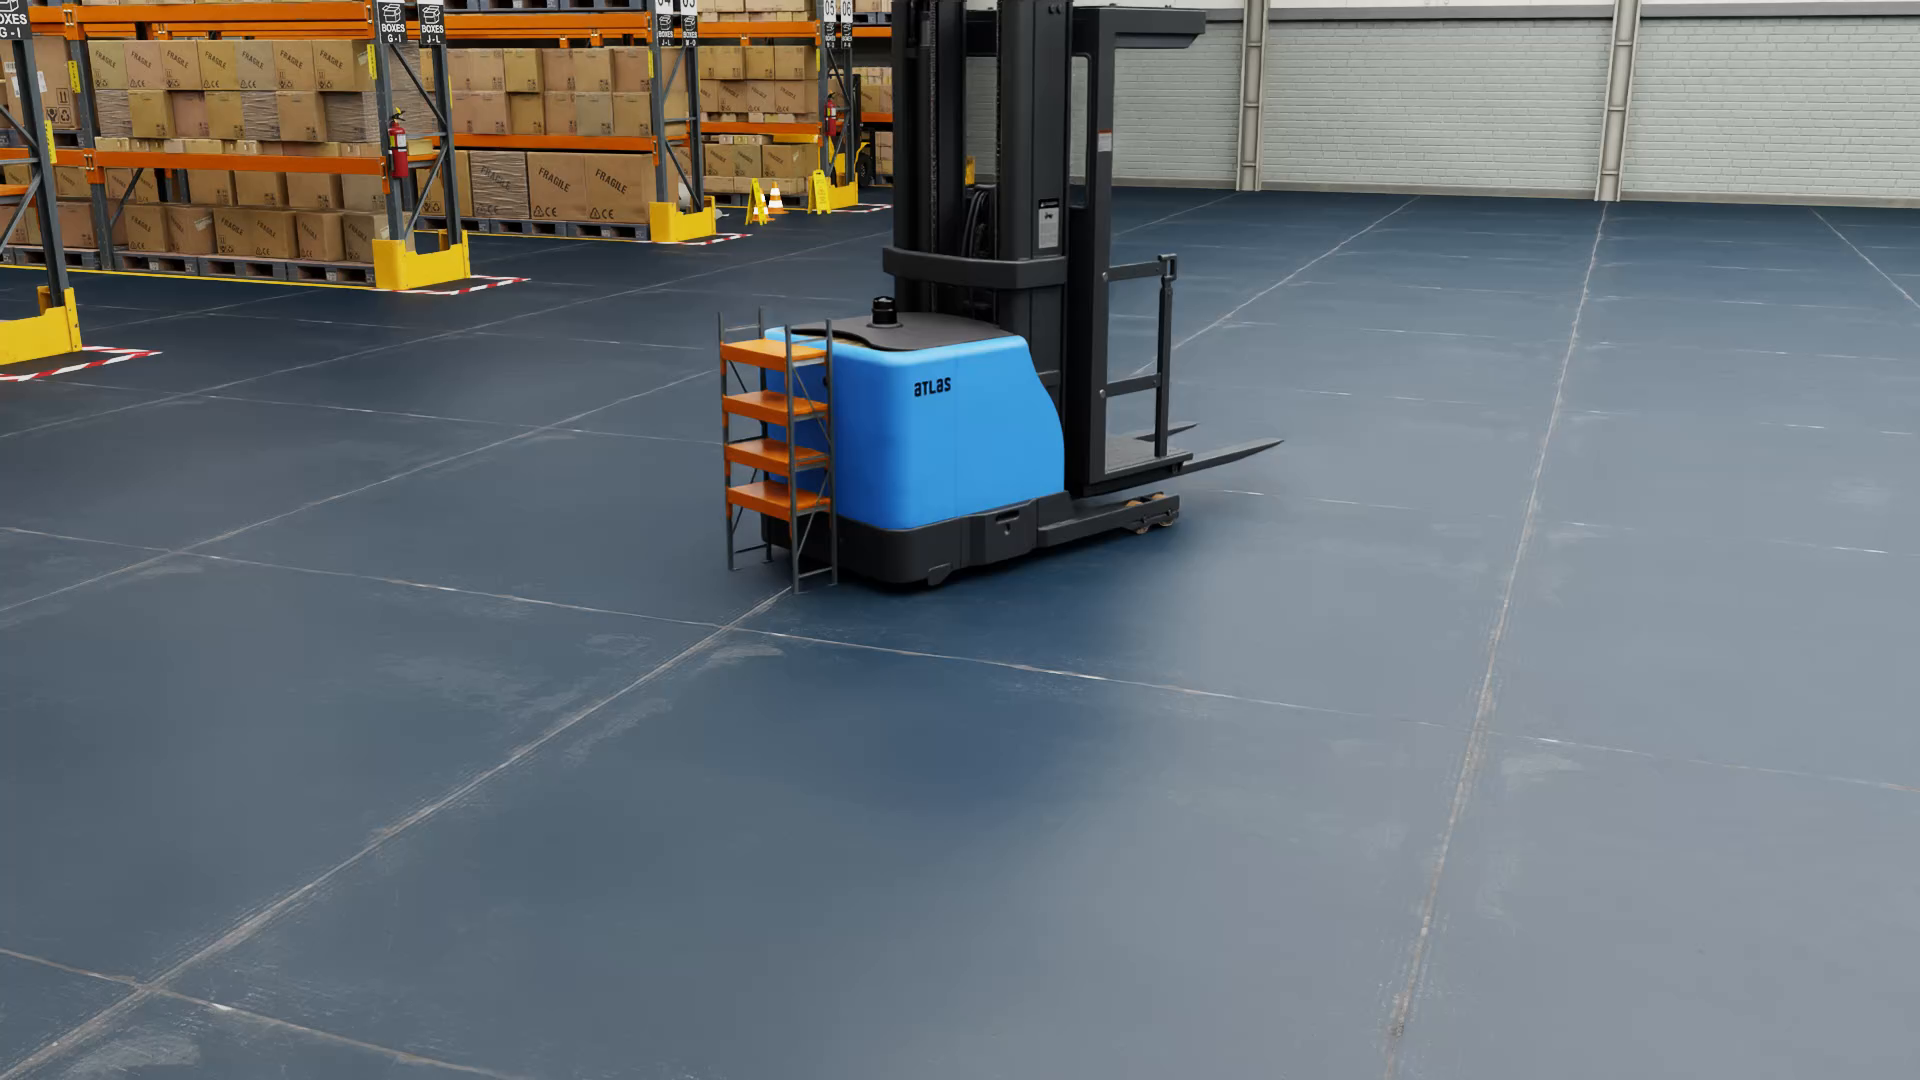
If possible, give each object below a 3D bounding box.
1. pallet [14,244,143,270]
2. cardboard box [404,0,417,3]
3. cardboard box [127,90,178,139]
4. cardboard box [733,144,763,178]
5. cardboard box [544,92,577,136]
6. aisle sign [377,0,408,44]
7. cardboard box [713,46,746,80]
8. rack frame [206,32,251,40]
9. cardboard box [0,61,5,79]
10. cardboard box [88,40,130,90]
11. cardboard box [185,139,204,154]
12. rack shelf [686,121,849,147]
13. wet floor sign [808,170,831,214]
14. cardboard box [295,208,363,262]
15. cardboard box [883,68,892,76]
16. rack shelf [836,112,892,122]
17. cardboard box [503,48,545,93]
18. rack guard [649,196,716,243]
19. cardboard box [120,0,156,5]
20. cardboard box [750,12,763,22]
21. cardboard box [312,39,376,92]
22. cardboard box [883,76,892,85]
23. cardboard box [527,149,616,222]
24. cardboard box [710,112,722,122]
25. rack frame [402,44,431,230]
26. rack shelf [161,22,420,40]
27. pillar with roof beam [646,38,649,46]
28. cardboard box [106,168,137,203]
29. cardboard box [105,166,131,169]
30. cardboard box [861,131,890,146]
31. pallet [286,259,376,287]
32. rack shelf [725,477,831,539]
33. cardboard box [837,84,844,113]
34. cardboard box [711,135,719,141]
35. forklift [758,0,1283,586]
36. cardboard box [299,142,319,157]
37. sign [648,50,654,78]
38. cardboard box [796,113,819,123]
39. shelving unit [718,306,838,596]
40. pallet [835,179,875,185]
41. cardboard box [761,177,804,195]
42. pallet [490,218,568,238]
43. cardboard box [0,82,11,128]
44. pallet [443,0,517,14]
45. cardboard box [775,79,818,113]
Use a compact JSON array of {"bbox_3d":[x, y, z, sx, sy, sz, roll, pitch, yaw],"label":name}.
[{"bbox_3d":[-10.009,-3.291,19.129,1.213,0.211,1.003,6,17,21],"label":"pallet"},{"bbox_3d":[-5.917,-5.626,17.062,0.500,0.250,0.500,7,18,22],"label":"cardboard box"},{"bbox_3d":[-8.436,-4.619,17.991,0.500,0.500,0.875,6,17,21],"label":"cardboard box"},{"bbox_3d":[-3.255,-6.020,26.362,0.500,0.500,0.500,7,18,23],"label":"cardboard box"},{"bbox_3d":[-5.006,-5.656,22.007,0.550,0.550,0.875,6,17,21],"label":"cardboard box"},{"bbox_3d":[-5.616,-5.306,16.406,0.004,0.787,0.394,6,17,21],"label":"aisle sign"},{"bbox_3d":[-3.463,-7.457,25.974,0.500,0.500,0.700,6,17,20],"label":"cardboard box"},{"bbox_3d":[-13.090,-7.939,30.140,0.127,3.000,1.000,6,17,21],"label":"rack frame"},{"bbox_3d":[-15.143,-7.425,25.864,0.500,0.500,0.500,7,17,22],"label":"cardboard box"},{"bbox_3d":[-8.959,-5.109,17.887,0.500,0.500,0.500,6,17,21],"label":"cardboard box"},{"bbox_3d":[-8.023,-4.208,17.740,0.250,0.149,0.380,6,17,21],"label":"cardboard box"},{"bbox_3d":[-3.788,-6.571,26.717,4.000,0.370,1.077,6,17,21],"label":"rack shelf"},{"bbox_3d":[-2.143,-5.284,25.217,0.232,0.644,0.267,14,21,40],"label":"wet floor sign"},{"bbox_3d":[-6.707,-3.263,17.763,0.500,0.500,0.500,12,20,35],"label":"cardboard box"},{"bbox_3d":[-1.219,-8.565,30.421,0.250,0.149,0.380,6,17,21],"label":"cardboard box"},{"bbox_3d":[-1.970,-7.858,31.152,4.000,0.370,1.077,6,17,21],"label":"rack shelf"},{"bbox_3d":[-5.538,-6.201,21.948,0.500,0.550,0.875,6,17,21],"label":"cardboard box"},{"bbox_3d":[-3.627,-4.214,21.794,0.348,0.500,1.175,6,17,21],"label":"rack guard"},{"bbox_3d":[-8.466,-5.754,17.501,0.500,0.250,0.500,6,17,20],"label":"cardboard box"},{"bbox_3d":[-3.051,-8.091,25.735,0.250,0.149,0.380,6,17,21],"label":"cardboard box"},{"bbox_3d":[-6.166,-4.804,16.836,0.500,0.500,0.500,6,17,21],"label":"cardboard box"},{"bbox_3d":[-1.229,-8.411,30.422,0.250,0.149,0.380,6,17,20],"label":"cardboard box"},{"bbox_3d":[-5.124,-4.740,22.179,0.875,0.875,0.875,6,17,20],"label":"cardboard box"},{"bbox_3d":[-3.769,-6.735,26.443,0.250,0.149,0.380,6,17,21],"label":"cardboard box"},{"bbox_3d":[-7.371,-5.826,22.863,0.127,3.000,1.000,6,17,21],"label":"rack frame"},{"bbox_3d":[-9.231,-7.126,23.250,4.000,0.370,1.077,6,17,21],"label":"rack shelf"},{"bbox_3d":[-7.588,-10.682,28.830,0.400,9.000,9.100,6,17,21],"label":"pillar with roof beam"},{"bbox_3d":[-12.281,-5.290,24.747,0.500,0.500,0.500,7,18,23],"label":"cardboard box"},{"bbox_3d":[-12.298,-5.648,24.633,0.500,0.250,0.500,7,17,21],"label":"cardboard box"},{"bbox_3d":[-1.603,-7.426,30.760,0.500,0.250,0.500,7,17,21],"label":"cardboard box"},{"bbox_3d":[-6.377,-2.902,17.792,1.213,0.211,1.003,6,17,21],"label":"pallet"},{"bbox_3d":[-0.810,-0.148,7.484,0.258,0.148,0.480,-15,22,-41],"label":"rack shelf"},{"bbox_3d":[-2.092,-8.186,30.811,0.500,0.500,0.500,6,17,21],"label":"cardboard box"},{"bbox_3d":[-4.320,-7.520,32.203,0.625,0.625,0.875,7,18,23],"label":"cardboard box"},{"bbox_3d":[0.473,-1.531,8.189,3.031,2.935,1.130,-15,22,-41],"label":"forklift"},{"bbox_3d":[-6.615,-4.064,17.242,0.250,0.149,0.380,6,17,21],"label":"cardboard box"},{"bbox_3d":[-3.862,-5.948,20.779,0.005,0.325,0.100,6,17,21],"label":"sign"},{"bbox_3d":[-2.354,-6.574,25.887,0.250,0.149,0.380,7,18,22],"label":"cardboard box"},{"bbox_3d":[-0.810,-0.403,7.410,0.258,1.200,0.503,-15,22,-41],"label":"shelving unit"},{"bbox_3d":[-1.967,-6.853,31.399,1.213,0.211,1.003,6,17,21],"label":"pallet"},{"bbox_3d":[-2.800,-5.608,26.289,0.500,0.250,0.500,6,17,20],"label":"cardboard box"},{"bbox_3d":[-5.553,-4.265,22.486,1.213,0.211,1.003,6,17,21],"label":"pallet"},{"bbox_3d":[-10.931,-4.955,18.923,0.637,0.503,0.797,8,18,26],"label":"cardboard box"},{"bbox_3d":[-6.613,-7.138,22.160,1.213,0.211,1.003,6,17,21],"label":"pallet"},{"bbox_3d":[-2.533,-6.886,25.801,0.500,0.500,0.500,6,17,20],"label":"cardboard box"}]
